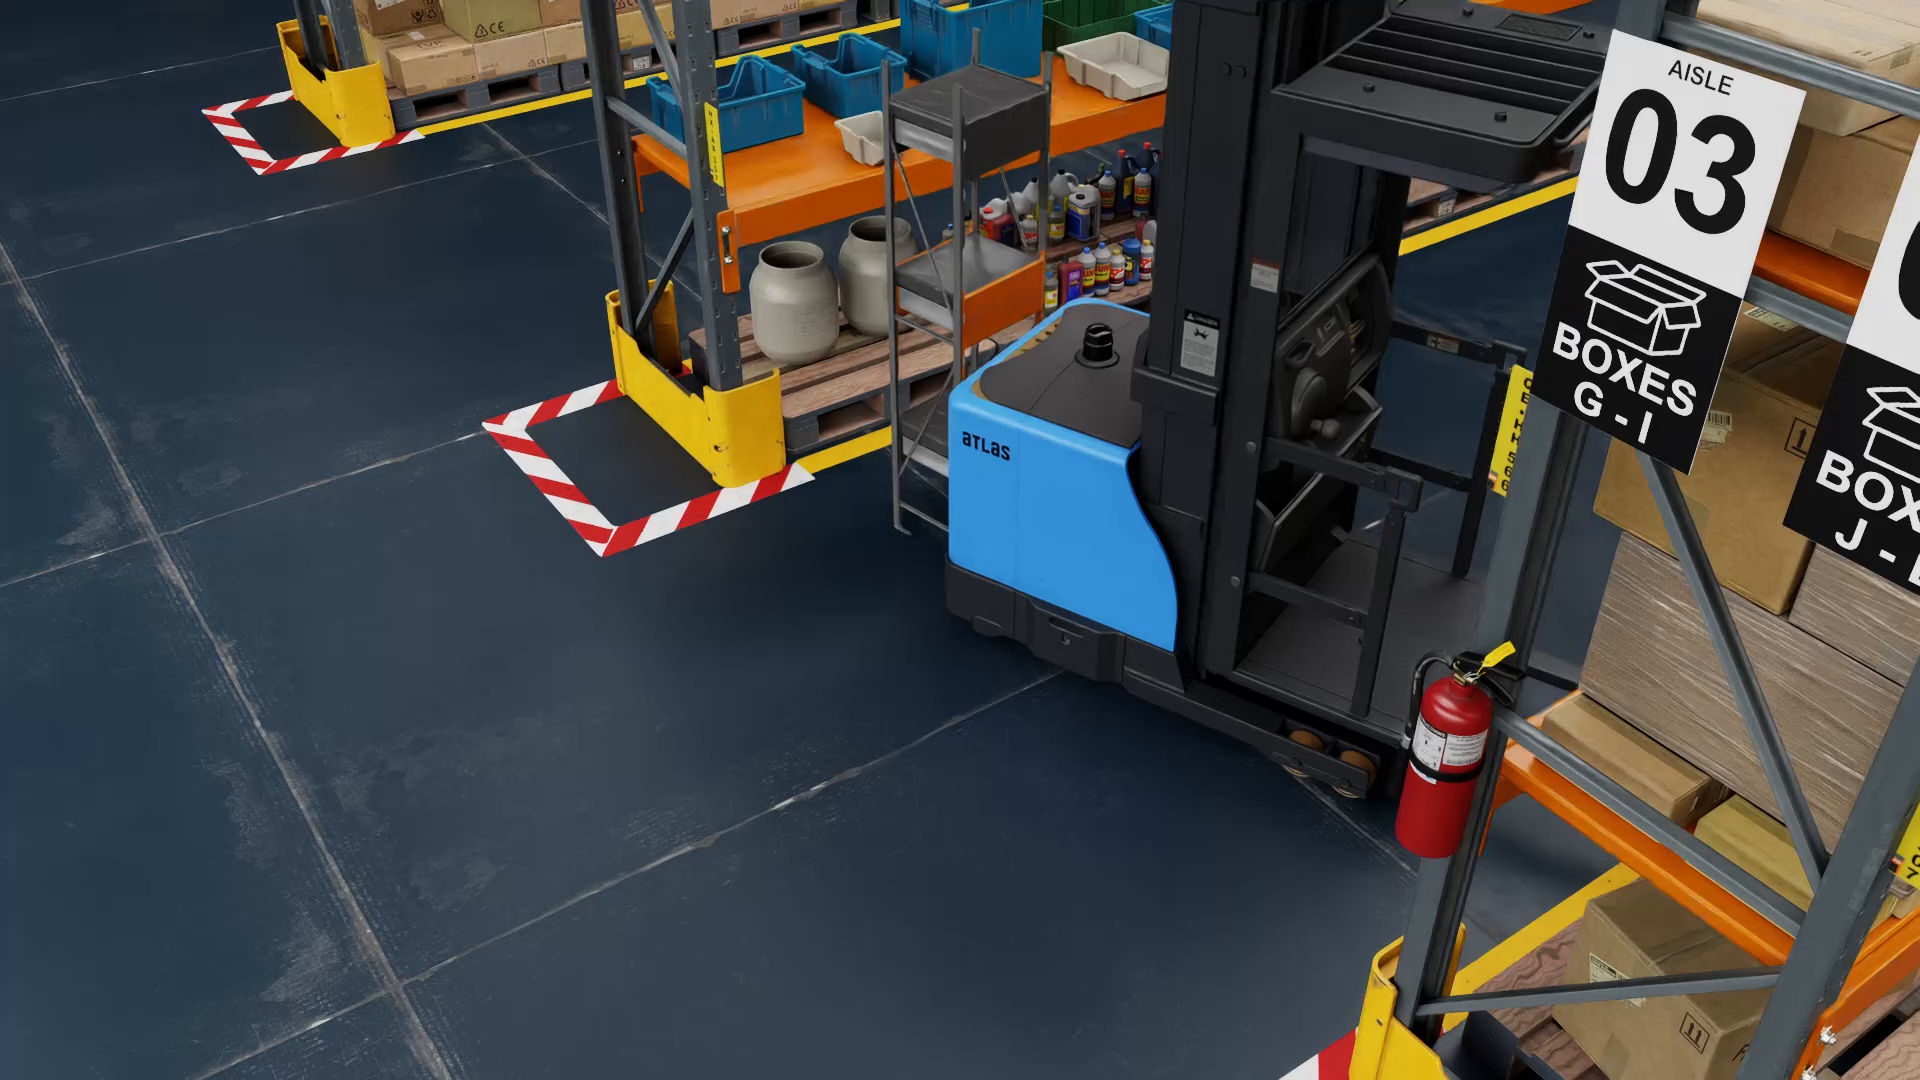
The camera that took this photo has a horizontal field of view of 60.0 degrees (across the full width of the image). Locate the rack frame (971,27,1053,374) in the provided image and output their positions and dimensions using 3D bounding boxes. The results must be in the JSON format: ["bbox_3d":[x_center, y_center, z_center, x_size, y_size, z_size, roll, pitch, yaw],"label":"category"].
[{"bbox_3d":[0.196,-1.035,6.891,0.400,2.100,0.015,29,45,34],"label":"rack frame"}]

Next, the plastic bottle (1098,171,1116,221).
[{"bbox_3d":[0.823,-1.940,9.338,0.097,0.271,0.097,0,36,0],"label":"plastic bottle"}]

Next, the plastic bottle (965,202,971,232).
[{"bbox_3d":[0.039,-1.679,8.965,0.133,0.283,0.061,-21,41,-27],"label":"plastic bottle"}]

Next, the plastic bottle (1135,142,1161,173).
[{"bbox_3d":[1.076,-2.103,9.497,0.185,0.351,0.144,-21,41,-27],"label":"plastic bottle"}]

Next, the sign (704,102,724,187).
[{"bbox_3d":[-0.981,-1.576,6.636,0.005,0.325,0.100,-22,41,-28],"label":"sign"}]

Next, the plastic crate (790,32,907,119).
[{"bbox_3d":[-0.523,-2.194,7.859,0.408,0.251,0.499,-22,41,-28],"label":"plastic crate"}]

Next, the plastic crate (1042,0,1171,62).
[{"bbox_3d":[0.703,-2.665,8.568,0.662,0.188,0.450,-22,41,-28],"label":"plastic crate"}]

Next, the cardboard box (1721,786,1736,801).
[{"bbox_3d":[1.878,0.460,4.257,0.250,0.149,0.380,-22,41,-28],"label":"cardboard box"}]

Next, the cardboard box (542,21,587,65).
[{"bbox_3d":[-2.763,-3.560,11.625,0.500,0.250,0.500,-22,41,-28],"label":"cardboard box"}]

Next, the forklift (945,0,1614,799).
[{"bbox_3d":[1.448,-0.622,5.604,3.031,2.935,1.130,21,41,27],"label":"forklift"}]

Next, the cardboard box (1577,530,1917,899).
[{"bbox_3d":[2.024,0.303,3.920,0.500,0.500,0.875,-22,41,-28],"label":"cardboard box"}]

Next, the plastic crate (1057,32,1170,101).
[{"bbox_3d":[0.794,-2.299,8.104,0.437,0.136,0.530,-22,41,-28],"label":"plastic crate"}]

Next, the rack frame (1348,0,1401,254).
[{"bbox_3d":[1.975,-3.073,8.954,0.127,3.000,1.000,-22,41,-28],"label":"rack frame"}]

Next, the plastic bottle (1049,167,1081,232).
[{"bbox_3d":[0.575,-1.897,9.210,0.185,0.351,0.144,-23,42,-28],"label":"plastic bottle"}]

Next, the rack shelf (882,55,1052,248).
[{"bbox_3d":[0.028,-1.489,6.347,0.431,0.518,0.480,29,45,34],"label":"rack shelf"}]

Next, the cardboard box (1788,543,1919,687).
[{"bbox_3d":[2.166,0.014,3.465,0.500,0.500,0.500,-22,41,-28],"label":"cardboard box"}]

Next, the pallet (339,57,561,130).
[{"bbox_3d":[-3.544,-3.238,11.572,1.213,0.211,1.003,-22,41,-28],"label":"pallet"}]

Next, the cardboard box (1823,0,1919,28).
[{"bbox_3d":[1.887,-0.957,3.229,0.250,0.149,0.380,-24,42,-29],"label":"cardboard box"}]

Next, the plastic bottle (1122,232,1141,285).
[{"bbox_3d":[0.895,-1.477,8.695,0.097,0.271,0.097,0,36,0],"label":"plastic bottle"}]

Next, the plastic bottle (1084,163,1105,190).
[{"bbox_3d":[0.763,-1.977,9.379,0.133,0.283,0.061,-20,40,-26],"label":"plastic bottle"}]

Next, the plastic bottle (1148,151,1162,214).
[{"bbox_3d":[1.159,-2.034,9.401,0.185,0.351,0.144,-22,41,-28],"label":"plastic bottle"}]

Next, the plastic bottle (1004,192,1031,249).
[{"bbox_3d":[0.290,-1.746,9.065,0.135,0.276,0.152,-24,42,-29],"label":"plastic bottle"}]

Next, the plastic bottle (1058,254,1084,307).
[{"bbox_3d":[0.563,-1.332,8.483,0.133,0.283,0.061,-22,41,-27],"label":"plastic bottle"}]

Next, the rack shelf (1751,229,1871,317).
[{"bbox_3d":[3.194,-0.962,4.066,4.000,0.370,1.077,-22,41,-28],"label":"rack shelf"}]

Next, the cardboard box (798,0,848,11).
[{"bbox_3d":[-1.128,-4.233,12.561,0.500,0.250,0.500,-22,41,-28],"label":"cardboard box"}]

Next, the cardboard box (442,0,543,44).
[{"bbox_3d":[-3.171,-3.695,11.172,0.500,0.500,0.500,-22,41,-28],"label":"cardboard box"}]

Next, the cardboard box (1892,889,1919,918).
[{"bbox_3d":[2.145,0.681,3.949,0.250,0.149,0.380,-22,41,-28],"label":"cardboard box"}]

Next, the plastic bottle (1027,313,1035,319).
[{"bbox_3d":[0.367,-1.260,8.393,0.097,0.271,0.097,0,36,0],"label":"plastic bottle"}]

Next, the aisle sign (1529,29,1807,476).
[{"bbox_3d":[1.335,-0.542,3.208,0.004,0.787,0.394,-22,41,-28],"label":"aisle sign"}]

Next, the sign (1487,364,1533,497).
[{"bbox_3d":[1.256,-0.234,3.744,0.005,0.325,0.100,-22,41,-28],"label":"sign"}]

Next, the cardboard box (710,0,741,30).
[{"bbox_3d":[-1.943,-3.894,12.090,0.500,0.250,0.500,-22,41,-28],"label":"cardboard box"}]

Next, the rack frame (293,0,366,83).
[{"bbox_3d":[-4.145,-4.093,10.372,0.127,3.000,1.000,-22,41,-28],"label":"rack frame"}]

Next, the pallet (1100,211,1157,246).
[{"bbox_3d":[1.402,-1.735,9.482,1.213,0.211,1.003,-22,41,-28],"label":"pallet"}]

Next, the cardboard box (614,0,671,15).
[{"bbox_3d":[-2.351,-4.029,11.636,0.500,0.500,0.500,-22,41,-28],"label":"cardboard box"}]

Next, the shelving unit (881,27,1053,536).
[{"bbox_3d":[0.028,-0.932,6.748,0.431,2.100,0.503,29,45,34],"label":"shelving unit"}]

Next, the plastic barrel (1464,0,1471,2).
[{"bbox_3d":[2.466,-3.262,8.787,0.708,0.901,0.600,-22,41,-28],"label":"plastic barrel"}]

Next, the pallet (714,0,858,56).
[{"bbox_3d":[-1.549,-4.059,12.713,1.213,0.211,1.003,-22,41,-28],"label":"pallet"}]

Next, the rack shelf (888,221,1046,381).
[{"bbox_3d":[0.028,-0.921,6.756,0.431,0.518,0.480,29,45,34],"label":"rack shelf"}]

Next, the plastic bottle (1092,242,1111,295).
[{"bbox_3d":[0.729,-1.409,8.600,0.097,0.271,0.097,0,36,0],"label":"plastic bottle"}]

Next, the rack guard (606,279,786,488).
[{"bbox_3d":[-1.259,-0.761,7.880,0.348,0.500,1.175,-22,41,-28],"label":"rack guard"}]

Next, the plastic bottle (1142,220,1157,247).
[{"bbox_3d":[1.059,-1.566,8.814,0.135,0.276,0.152,-22,41,-27],"label":"plastic bottle"}]

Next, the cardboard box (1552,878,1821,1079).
[{"bbox_3d":[2.079,1.278,4.685,0.500,0.500,0.500,-15,38,-20],"label":"cardboard box"}]

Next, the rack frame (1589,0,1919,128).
[{"bbox_3d":[1.559,-1.800,2.045,0.127,3.000,1.000,-22,41,-28],"label":"rack frame"}]

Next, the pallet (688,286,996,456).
[{"bbox_3d":[-0.592,-0.915,8.341,1.213,0.211,1.003,-22,41,-28],"label":"pallet"}]

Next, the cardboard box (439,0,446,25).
[{"bbox_3d":[-3.475,-3.643,11.741,0.500,0.250,0.500,-22,41,-28],"label":"cardboard box"}]

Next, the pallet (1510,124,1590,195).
[{"bbox_3d":[3.593,-2.637,10.735,1.213,0.211,1.003,-22,41,-28],"label":"pallet"}]

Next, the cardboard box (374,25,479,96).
[{"bbox_3d":[-3.578,-3.222,11.156,0.500,0.250,0.500,-22,41,-28],"label":"cardboard box"}]

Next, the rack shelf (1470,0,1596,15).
[{"bbox_3d":[3.610,-3.454,10.100,4.000,0.370,1.077,-22,41,-28],"label":"rack shelf"}]

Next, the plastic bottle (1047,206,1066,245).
[{"bbox_3d":[0.528,-1.730,9.107,0.097,0.201,0.097,0,36,0],"label":"plastic bottle"}]

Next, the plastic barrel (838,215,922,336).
[{"bbox_3d":[-0.391,-1.315,8.280,0.421,0.512,0.421,0,36,0],"label":"plastic barrel"}]

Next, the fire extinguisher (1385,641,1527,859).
[{"bbox_3d":[1.200,0.486,4.072,0.183,0.674,0.296,-22,41,-28],"label":"fire extinguisher"}]
